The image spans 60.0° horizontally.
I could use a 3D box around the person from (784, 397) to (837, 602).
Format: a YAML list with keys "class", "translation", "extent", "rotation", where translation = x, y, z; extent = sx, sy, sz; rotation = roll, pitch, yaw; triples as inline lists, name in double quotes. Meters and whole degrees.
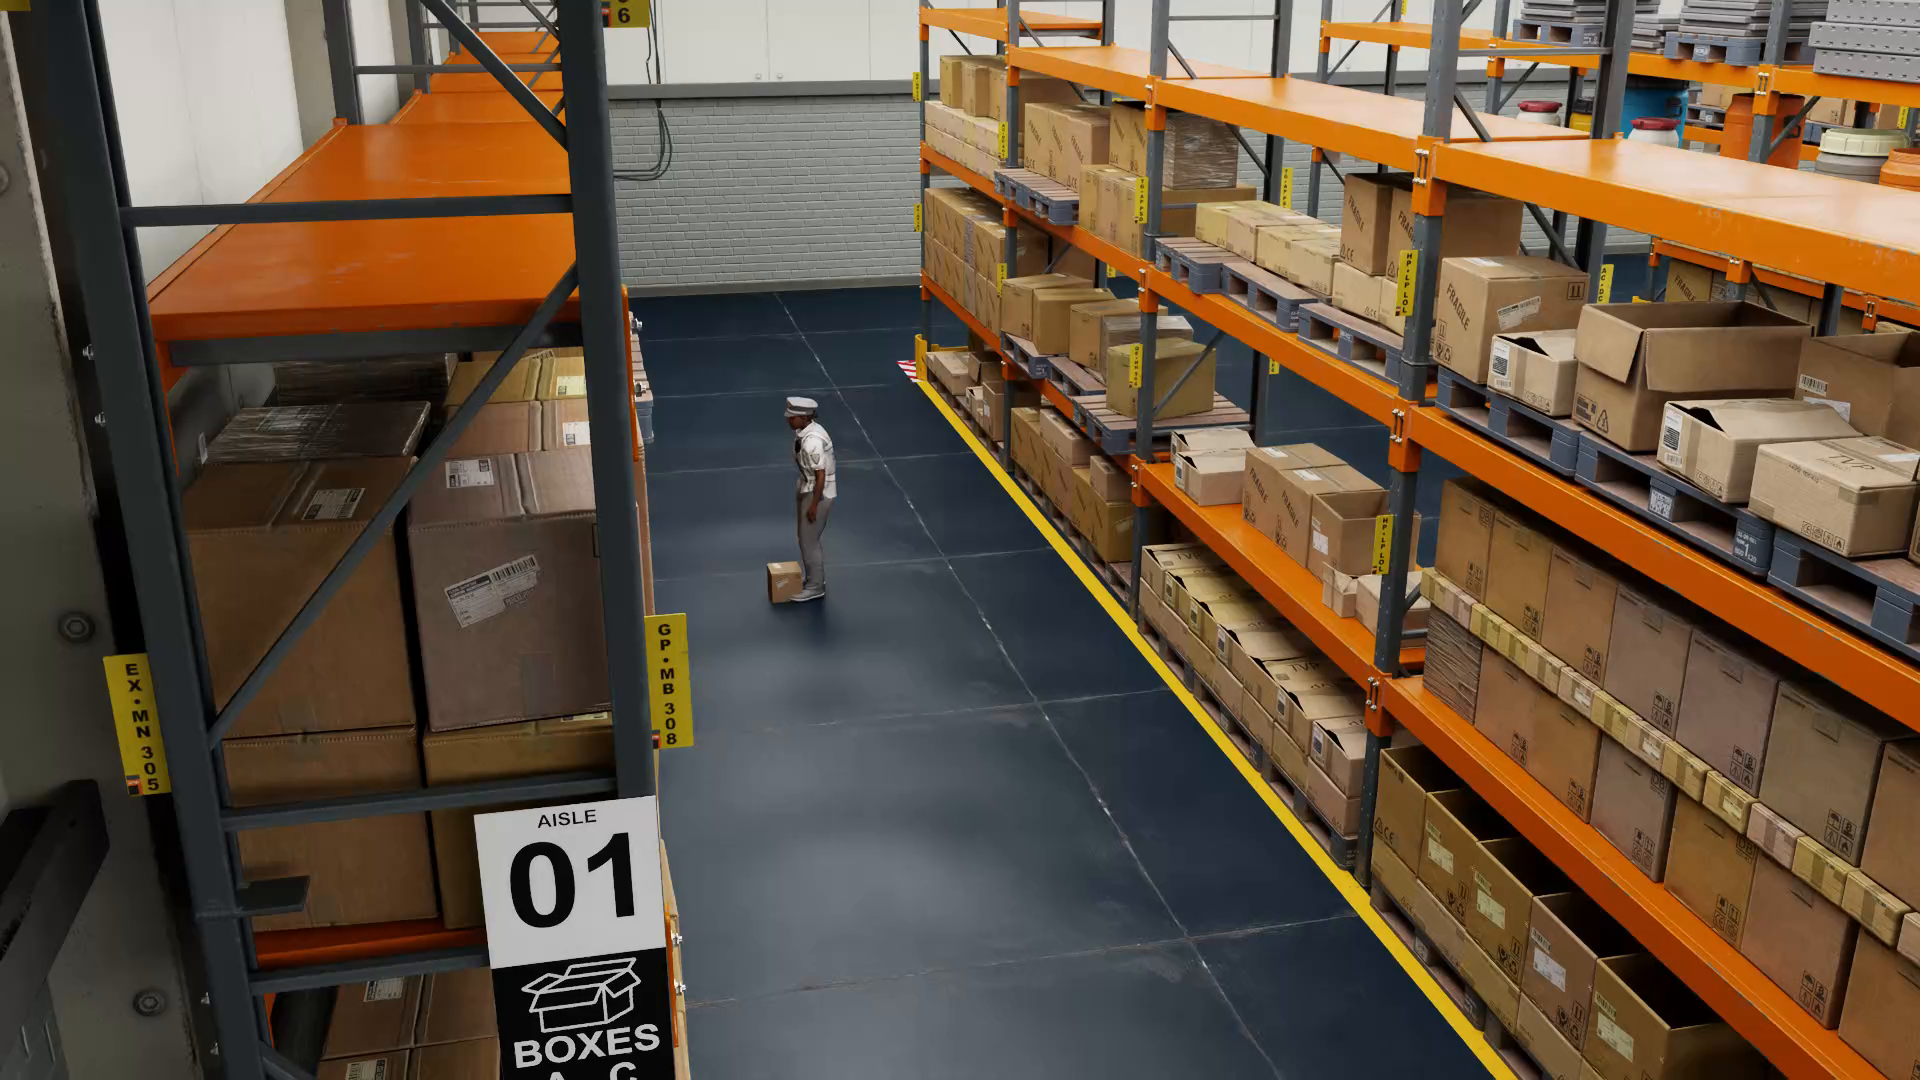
- class: "person"
  translation: [-1.206, -0.341, 13.295]
  extent: [0.419, 1.661, 0.530]
  rotation: [-5, 20, -15]
